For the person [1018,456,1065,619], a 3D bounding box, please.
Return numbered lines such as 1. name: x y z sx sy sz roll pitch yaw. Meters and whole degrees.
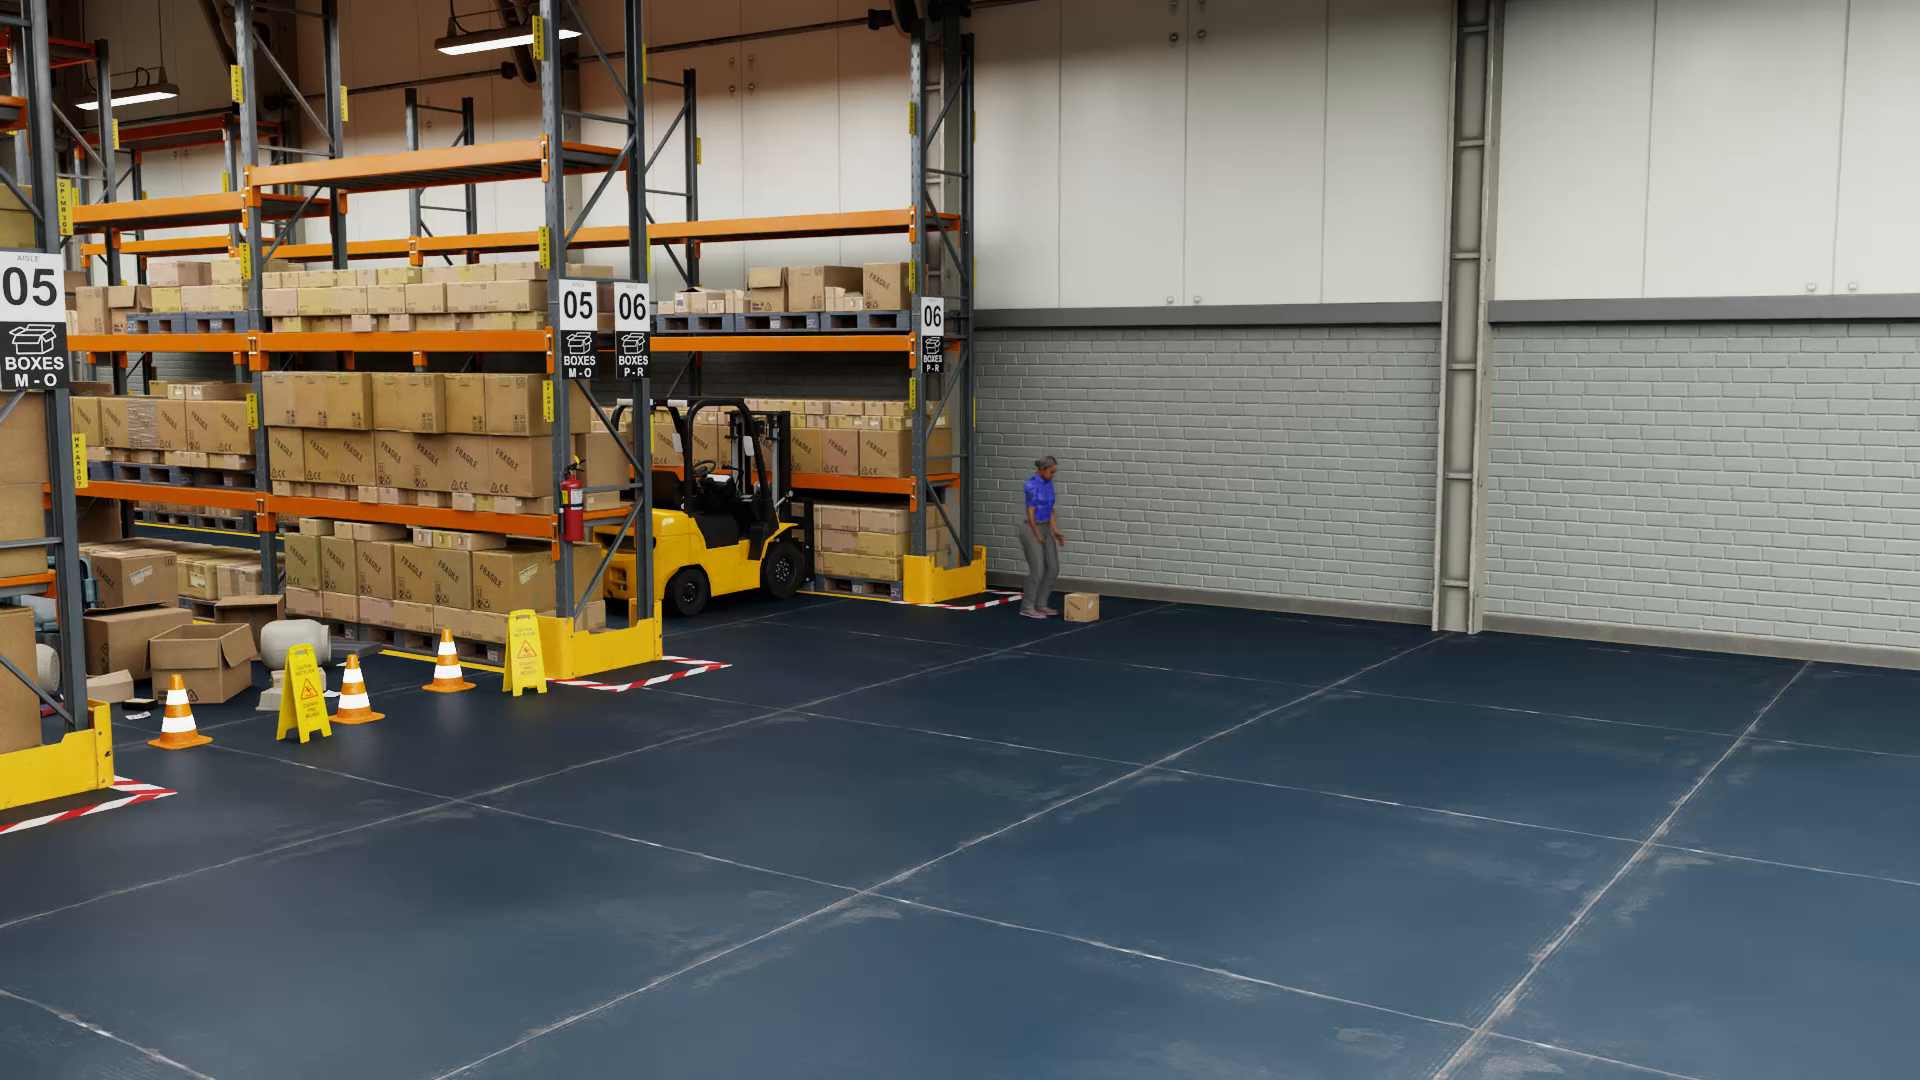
1. person: 0.812 -0.040 16.624 0.367 1.618 0.453 4 8 35
